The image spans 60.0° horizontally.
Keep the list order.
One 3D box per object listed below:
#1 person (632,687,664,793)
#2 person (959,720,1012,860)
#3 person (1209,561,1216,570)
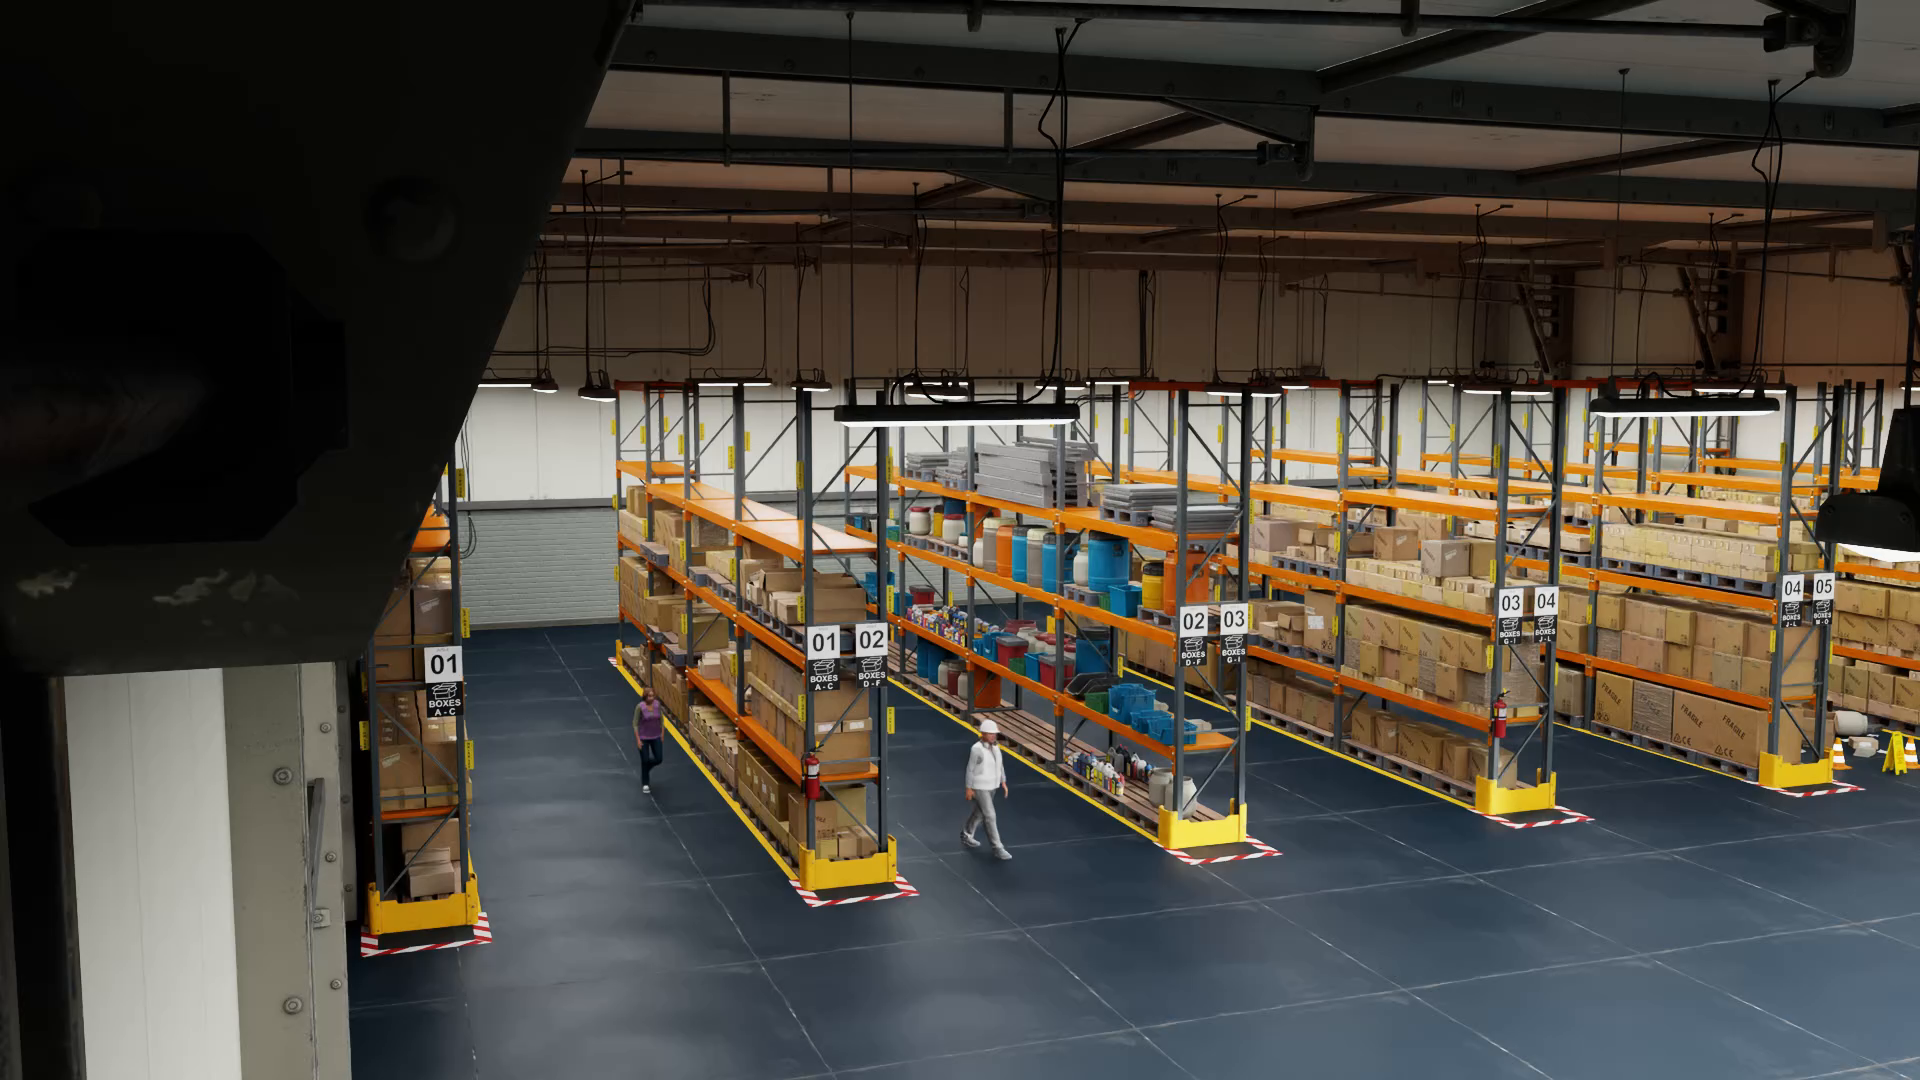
[{"bbox_3d":[-4.650,2.946,24.756,0.503,1.581,0.487,-3,7,-28],"label":"person"},{"bbox_3d":[0.370,3.177,21.488,0.986,1.718,0.558,4,7,34],"label":"person"},{"bbox_3d":[6.057,1.183,40.729,0.462,1.650,0.670,3,7,27],"label":"person"}]
